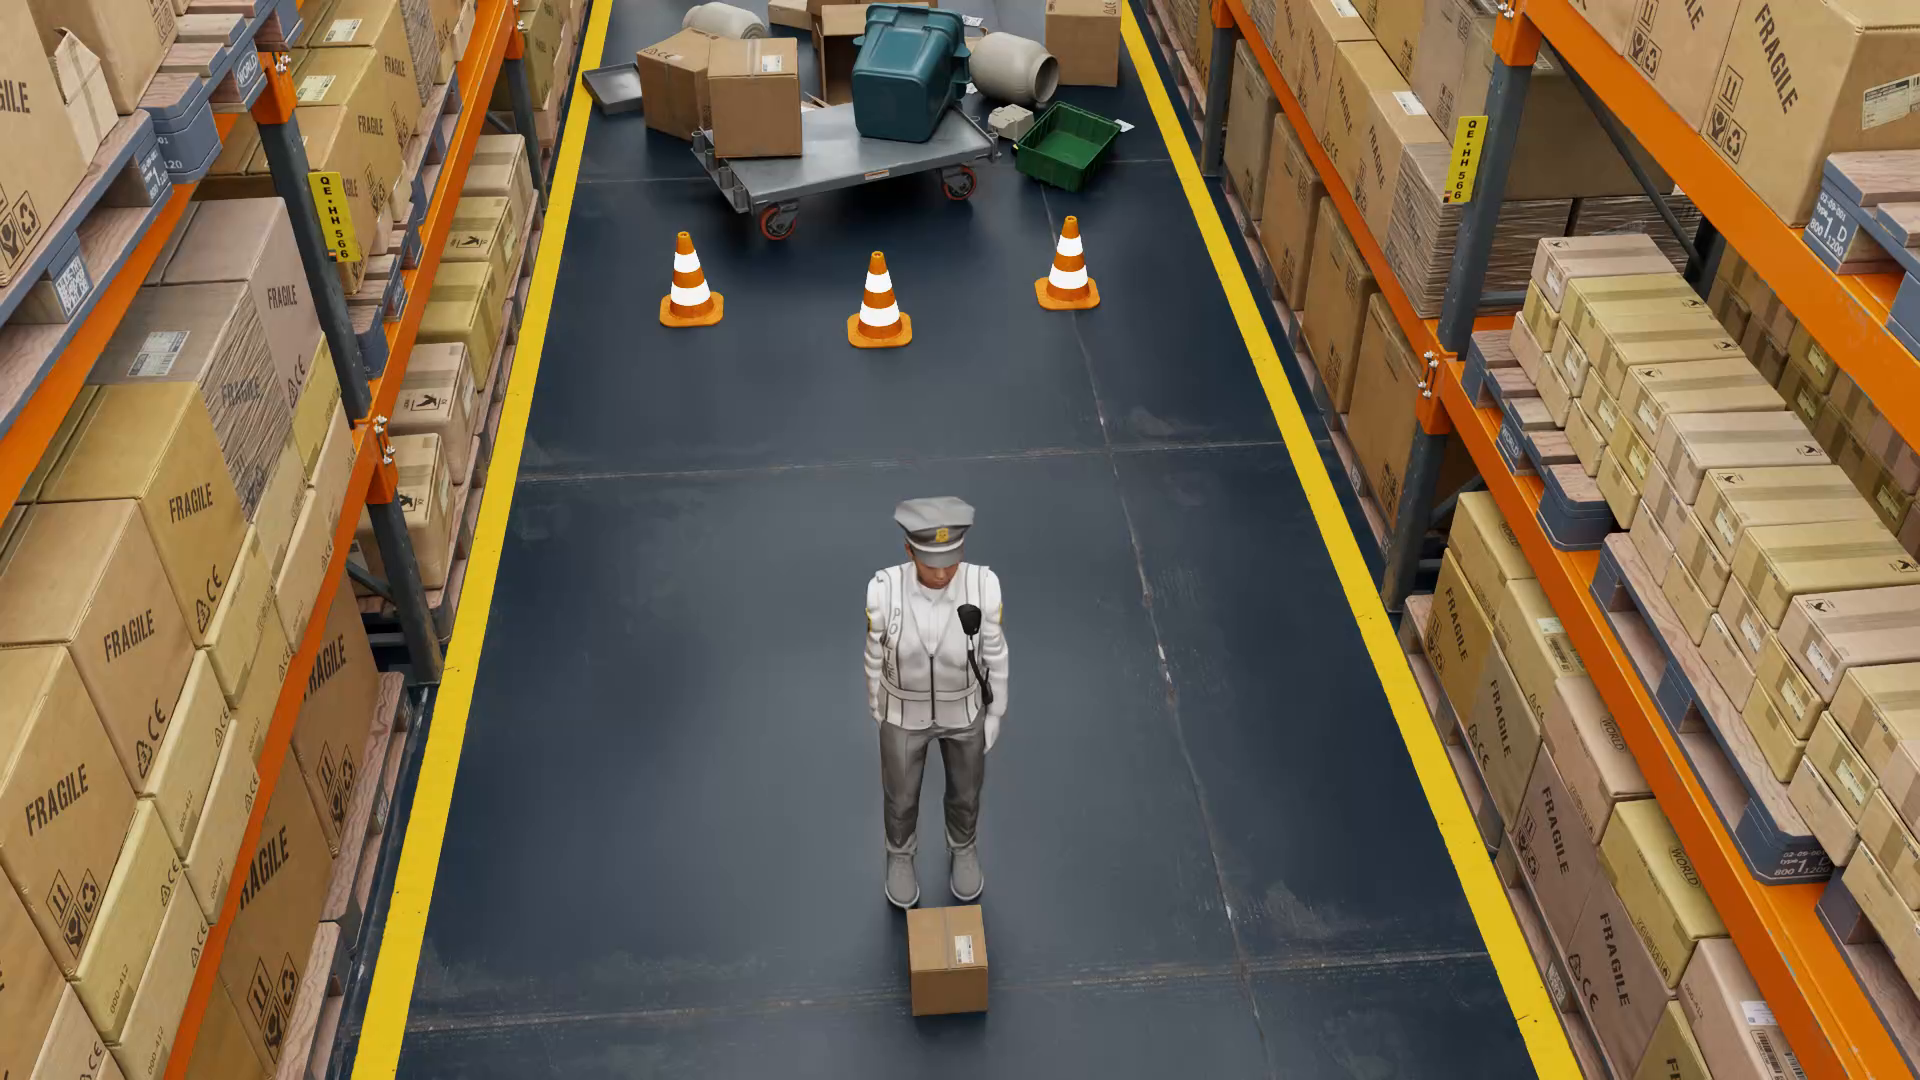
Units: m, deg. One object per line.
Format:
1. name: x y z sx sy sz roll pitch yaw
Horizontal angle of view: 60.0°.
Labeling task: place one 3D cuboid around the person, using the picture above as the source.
1. person: -0.073 0.564 5.461 0.466 1.675 0.337 -2 39 -3
